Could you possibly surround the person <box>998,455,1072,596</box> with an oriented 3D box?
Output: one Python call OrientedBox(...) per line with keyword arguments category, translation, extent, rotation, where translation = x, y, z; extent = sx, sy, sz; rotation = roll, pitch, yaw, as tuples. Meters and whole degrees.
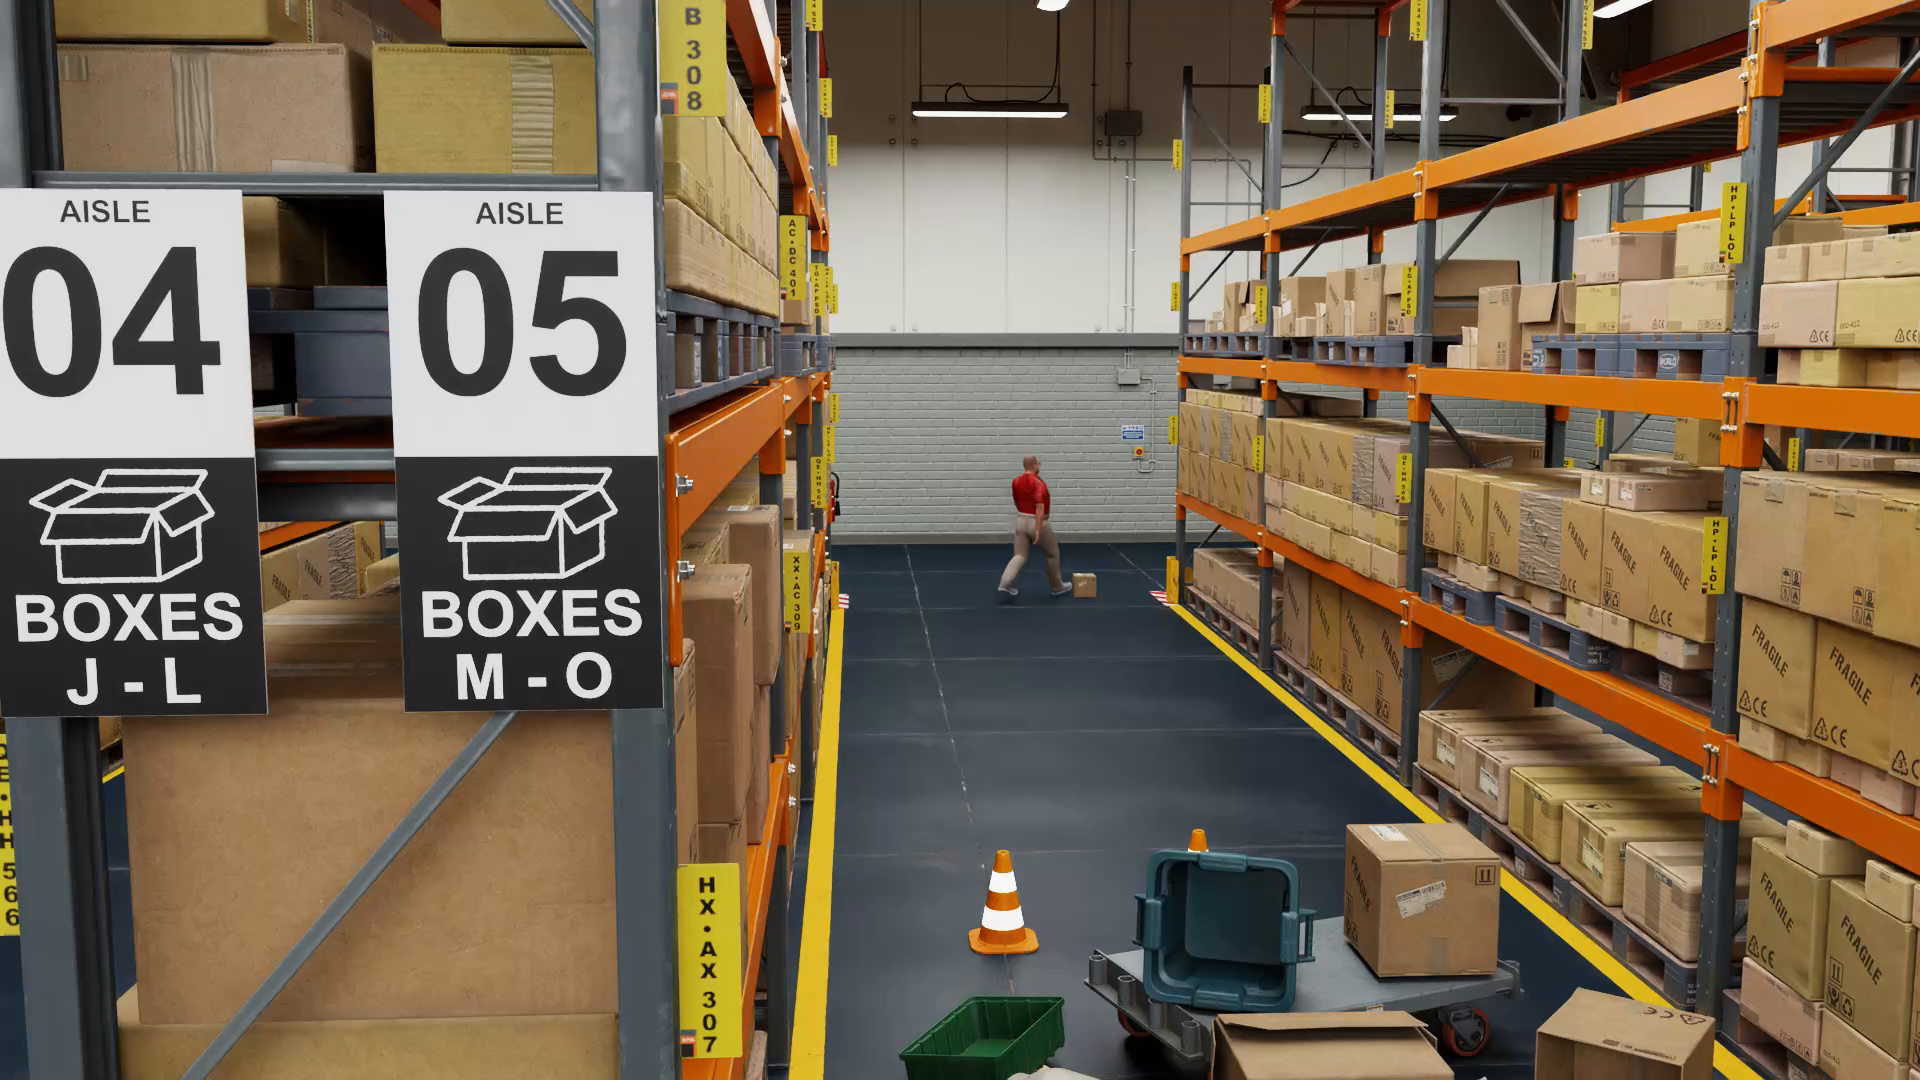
OrientedBox(category="person", translation=(0.875, -0.165, 19.310), extent=(0.542, 1.666, 1.056), rotation=(5, 9, 37))
